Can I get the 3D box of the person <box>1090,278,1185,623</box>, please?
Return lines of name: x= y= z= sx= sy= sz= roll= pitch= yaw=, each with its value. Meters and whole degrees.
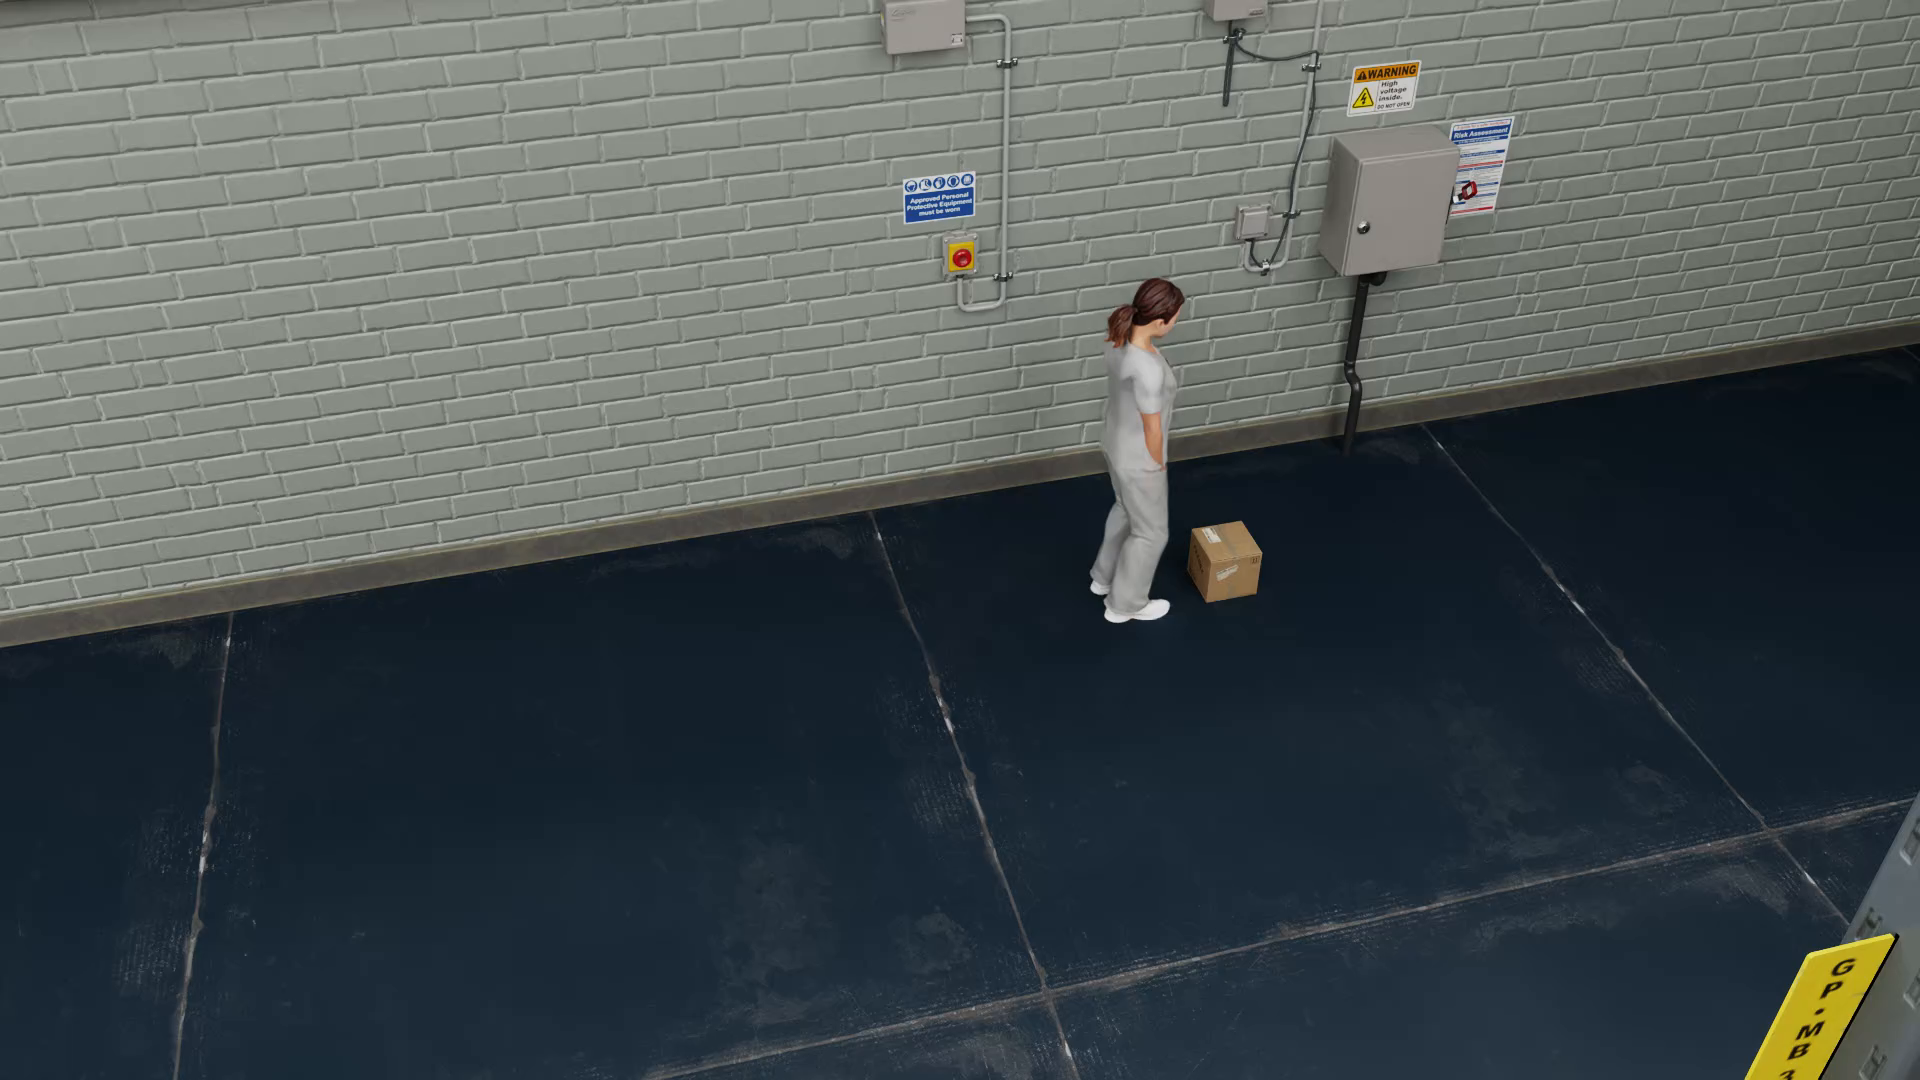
person: x=0.757 y=-0.386 z=7.217 sx=0.355 sy=1.665 sz=0.447 roll=-9 pitch=39 yaw=-11
